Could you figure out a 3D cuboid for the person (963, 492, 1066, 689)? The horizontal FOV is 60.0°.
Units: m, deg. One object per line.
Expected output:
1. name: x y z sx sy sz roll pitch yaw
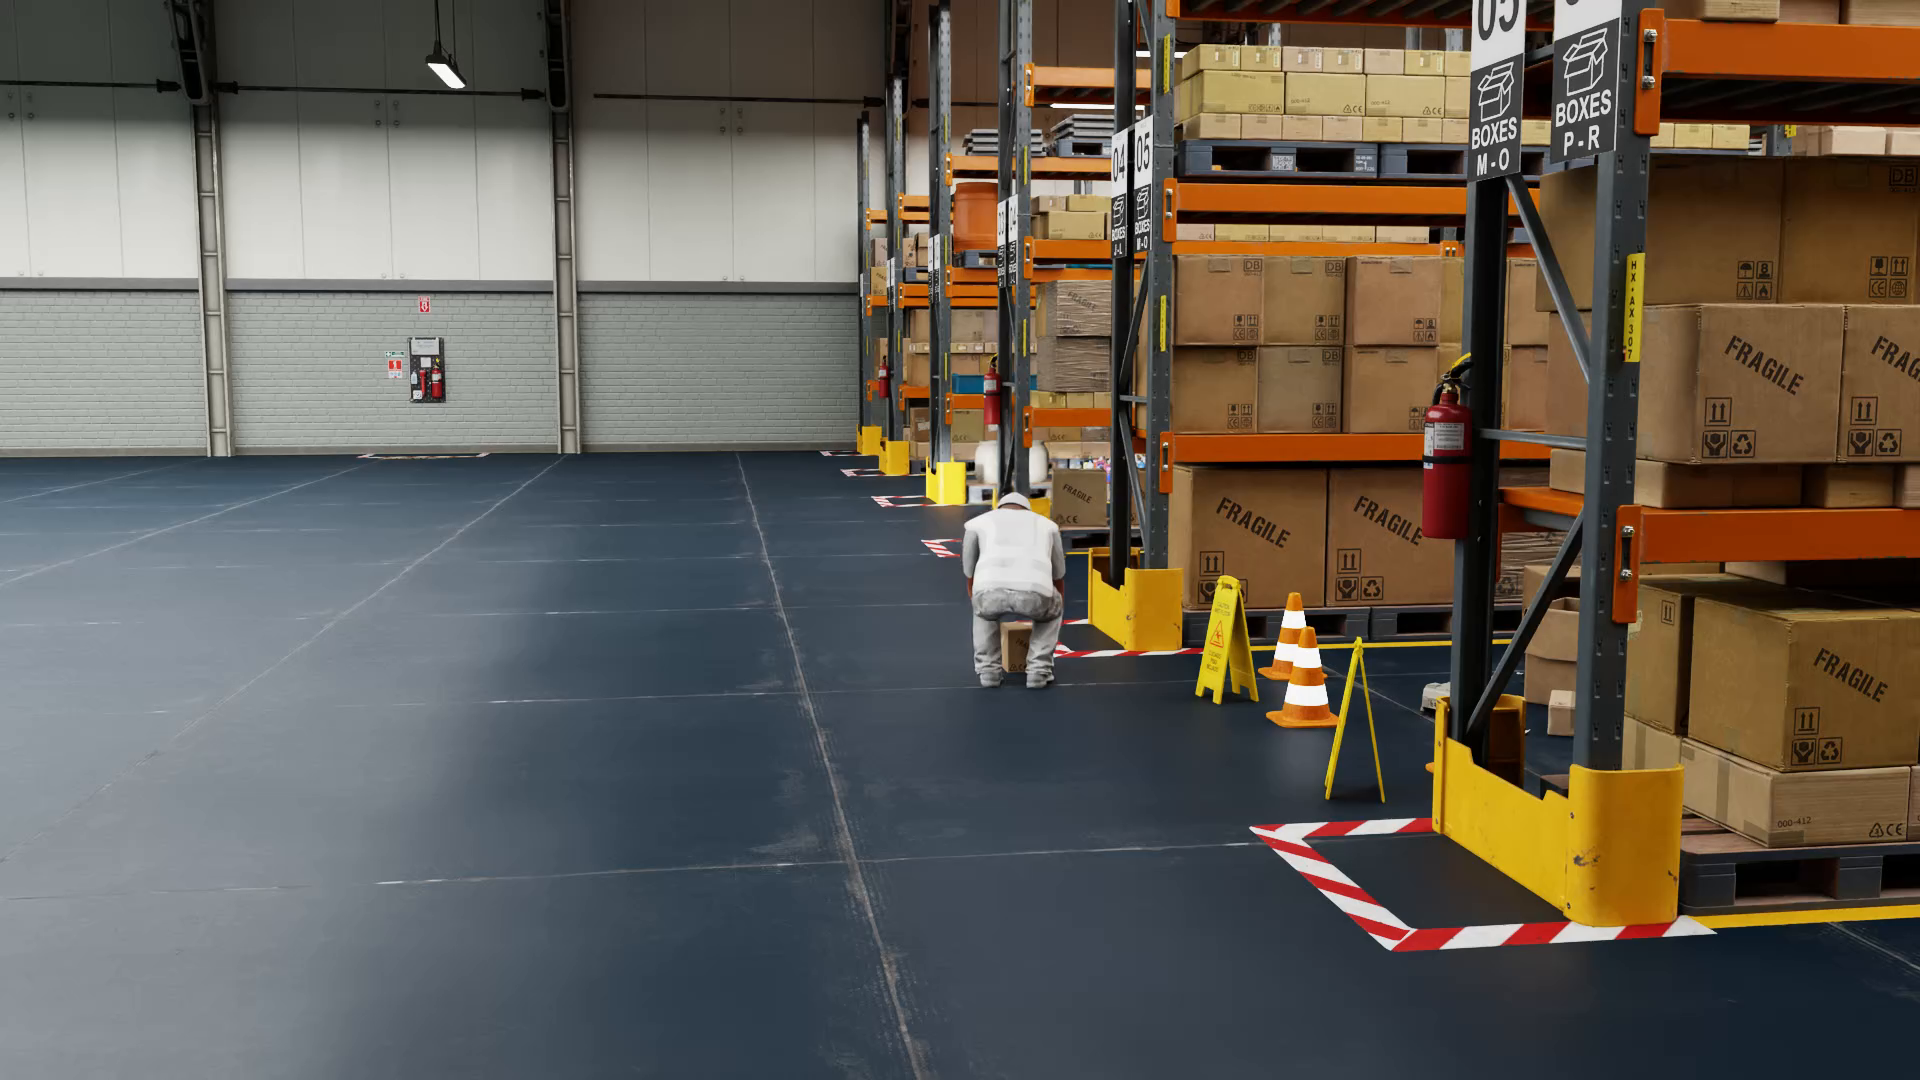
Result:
1. person: 0.282 0.271 9.173 0.578 1.015 0.902 1 6 9
